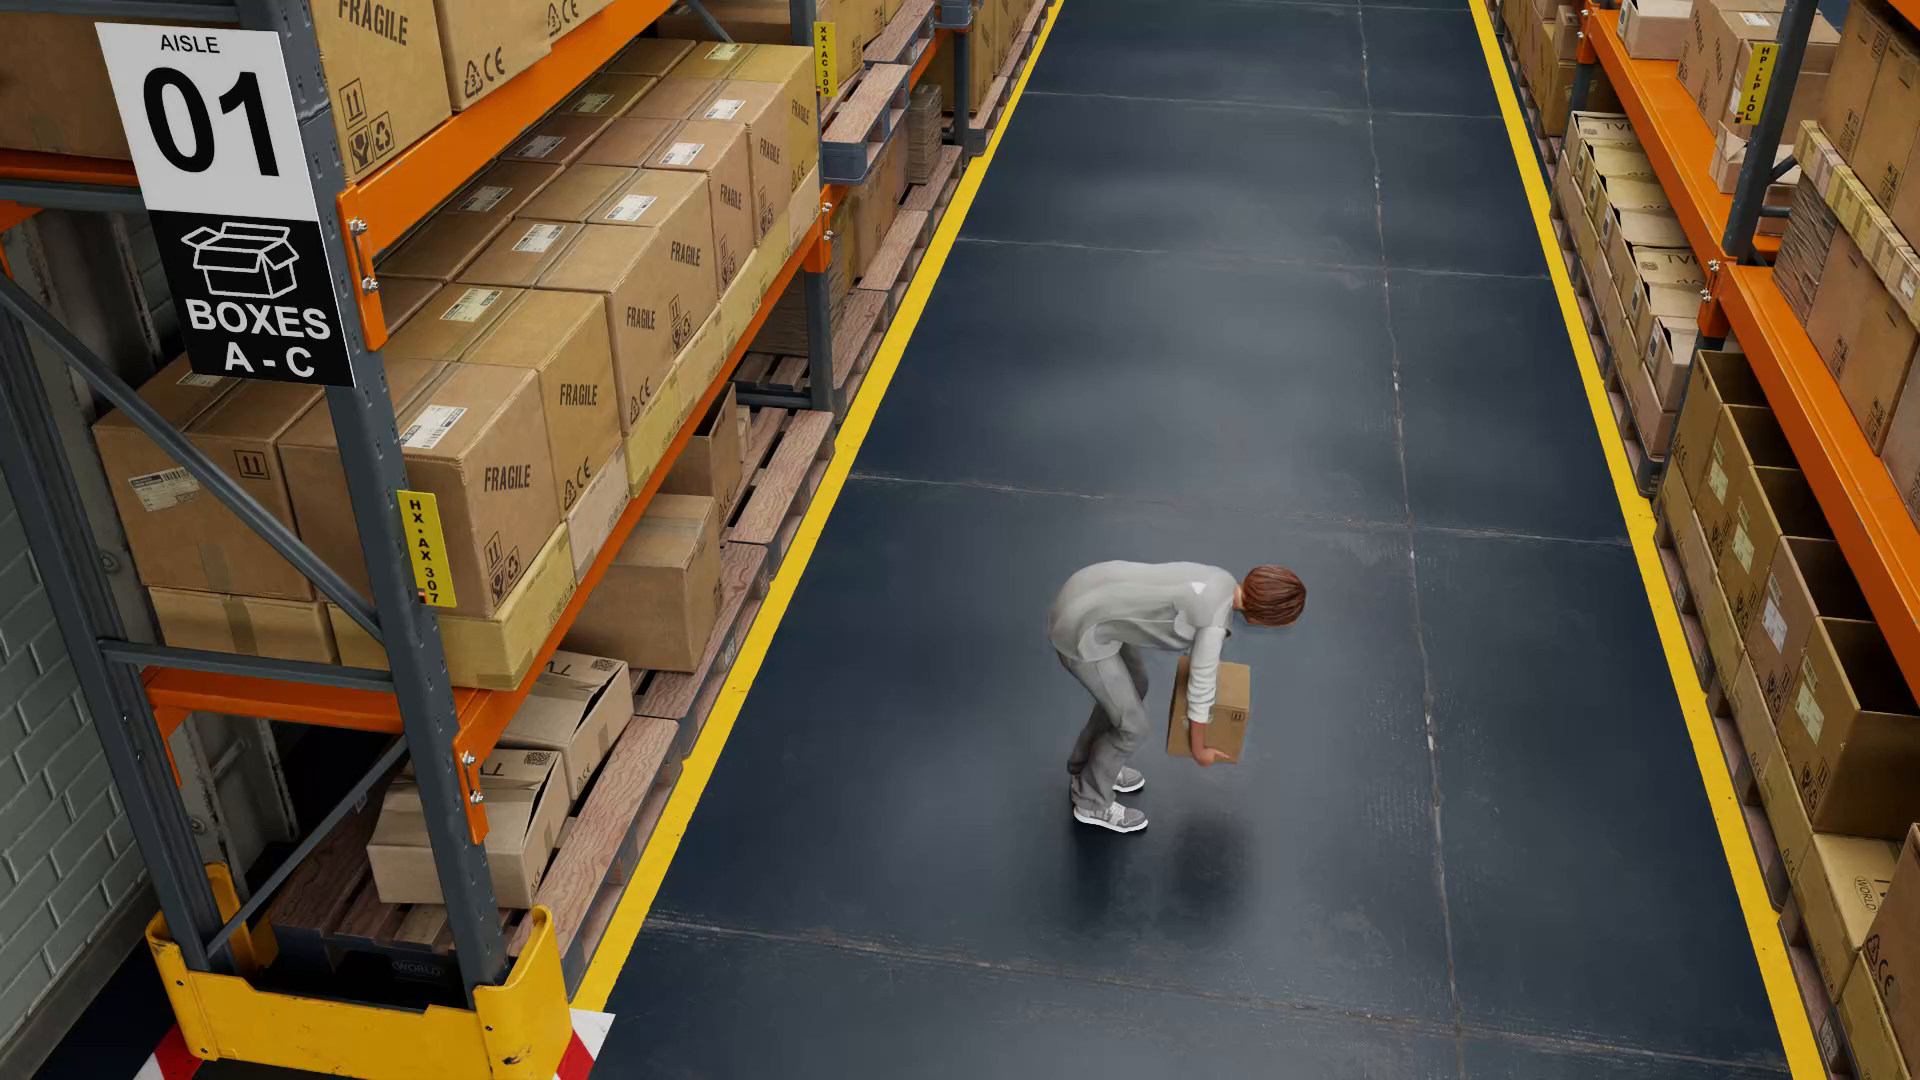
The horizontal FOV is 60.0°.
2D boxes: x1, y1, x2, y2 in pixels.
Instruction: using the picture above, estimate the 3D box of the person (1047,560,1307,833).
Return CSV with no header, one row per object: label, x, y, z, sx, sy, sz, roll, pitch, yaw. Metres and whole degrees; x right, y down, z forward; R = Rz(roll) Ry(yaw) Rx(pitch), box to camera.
person,0.723,0.529,5.800,0.858,1.088,0.384,4,33,7
